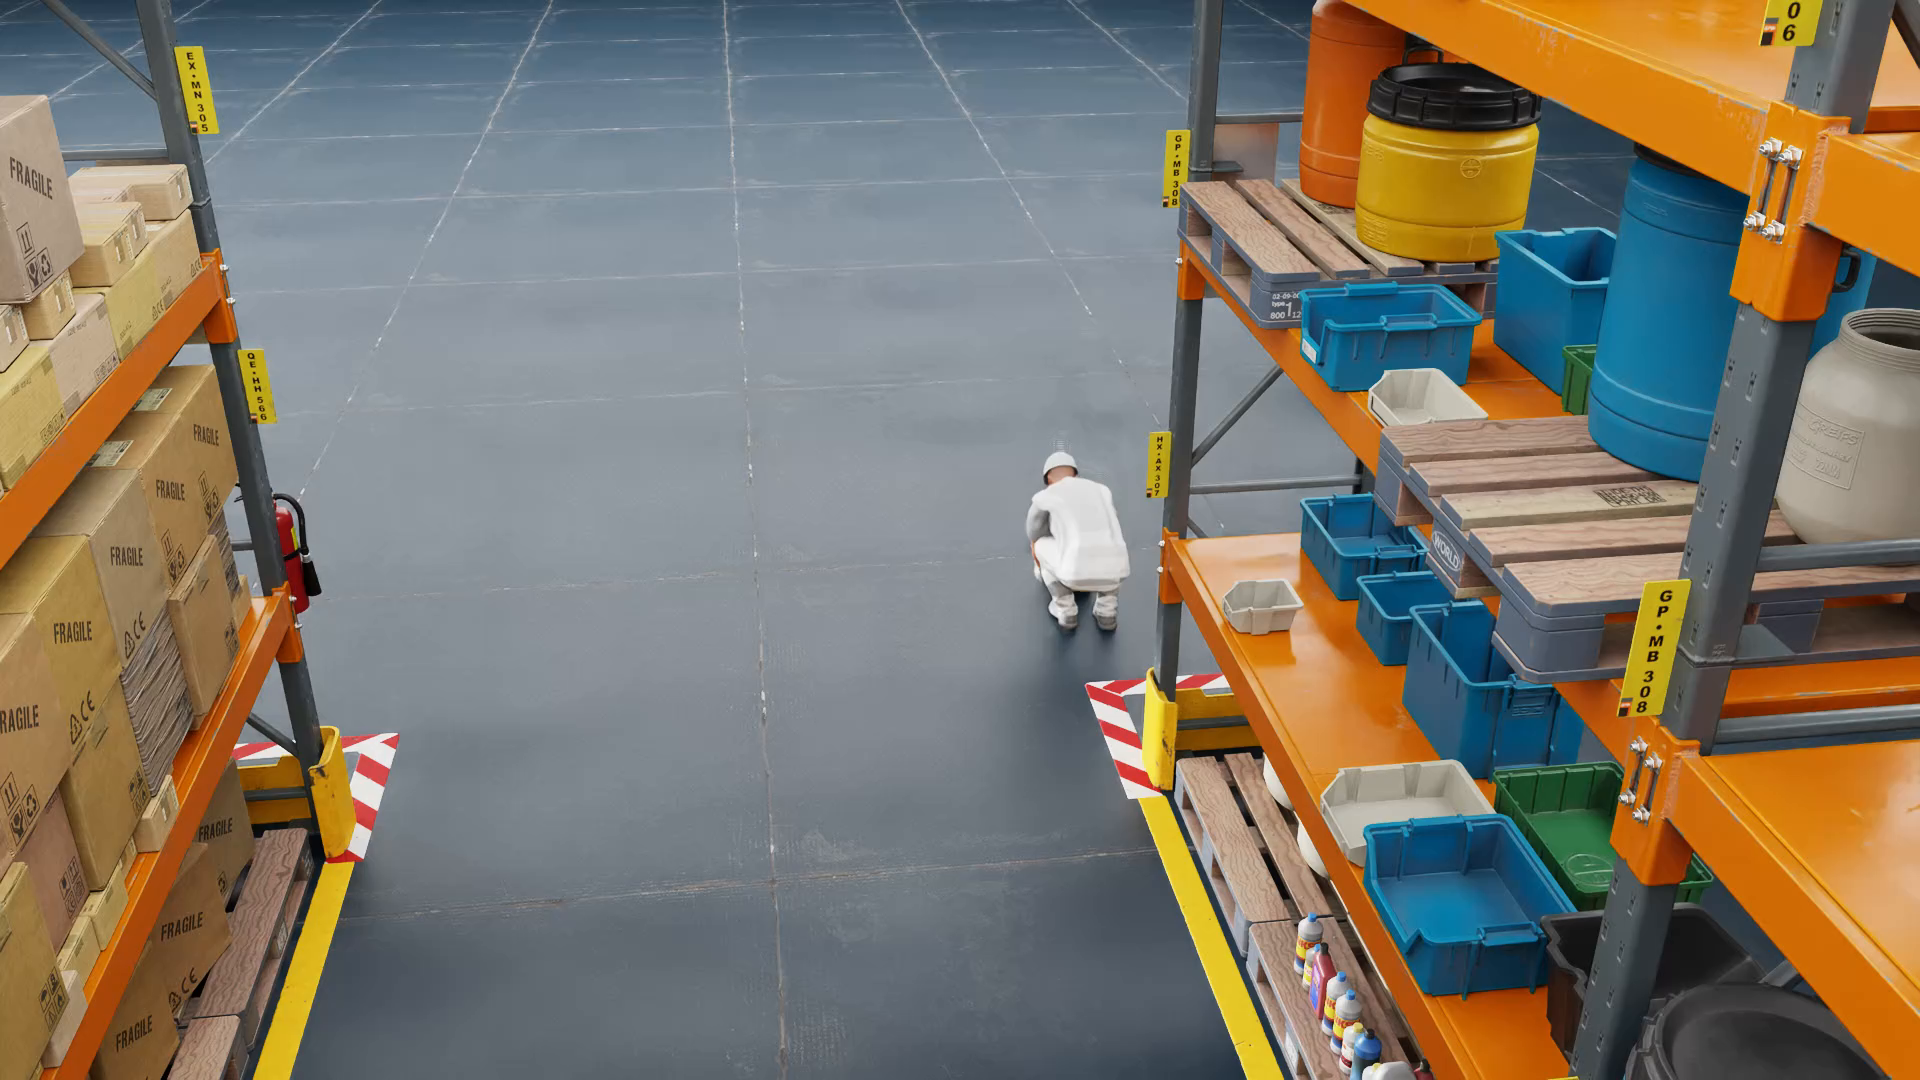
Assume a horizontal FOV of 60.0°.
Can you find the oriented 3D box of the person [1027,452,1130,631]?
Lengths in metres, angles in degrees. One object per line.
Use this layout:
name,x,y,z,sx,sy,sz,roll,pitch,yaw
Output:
person,0.679,0.033,9.582,0.562,0.878,0.891,-4,27,-7
